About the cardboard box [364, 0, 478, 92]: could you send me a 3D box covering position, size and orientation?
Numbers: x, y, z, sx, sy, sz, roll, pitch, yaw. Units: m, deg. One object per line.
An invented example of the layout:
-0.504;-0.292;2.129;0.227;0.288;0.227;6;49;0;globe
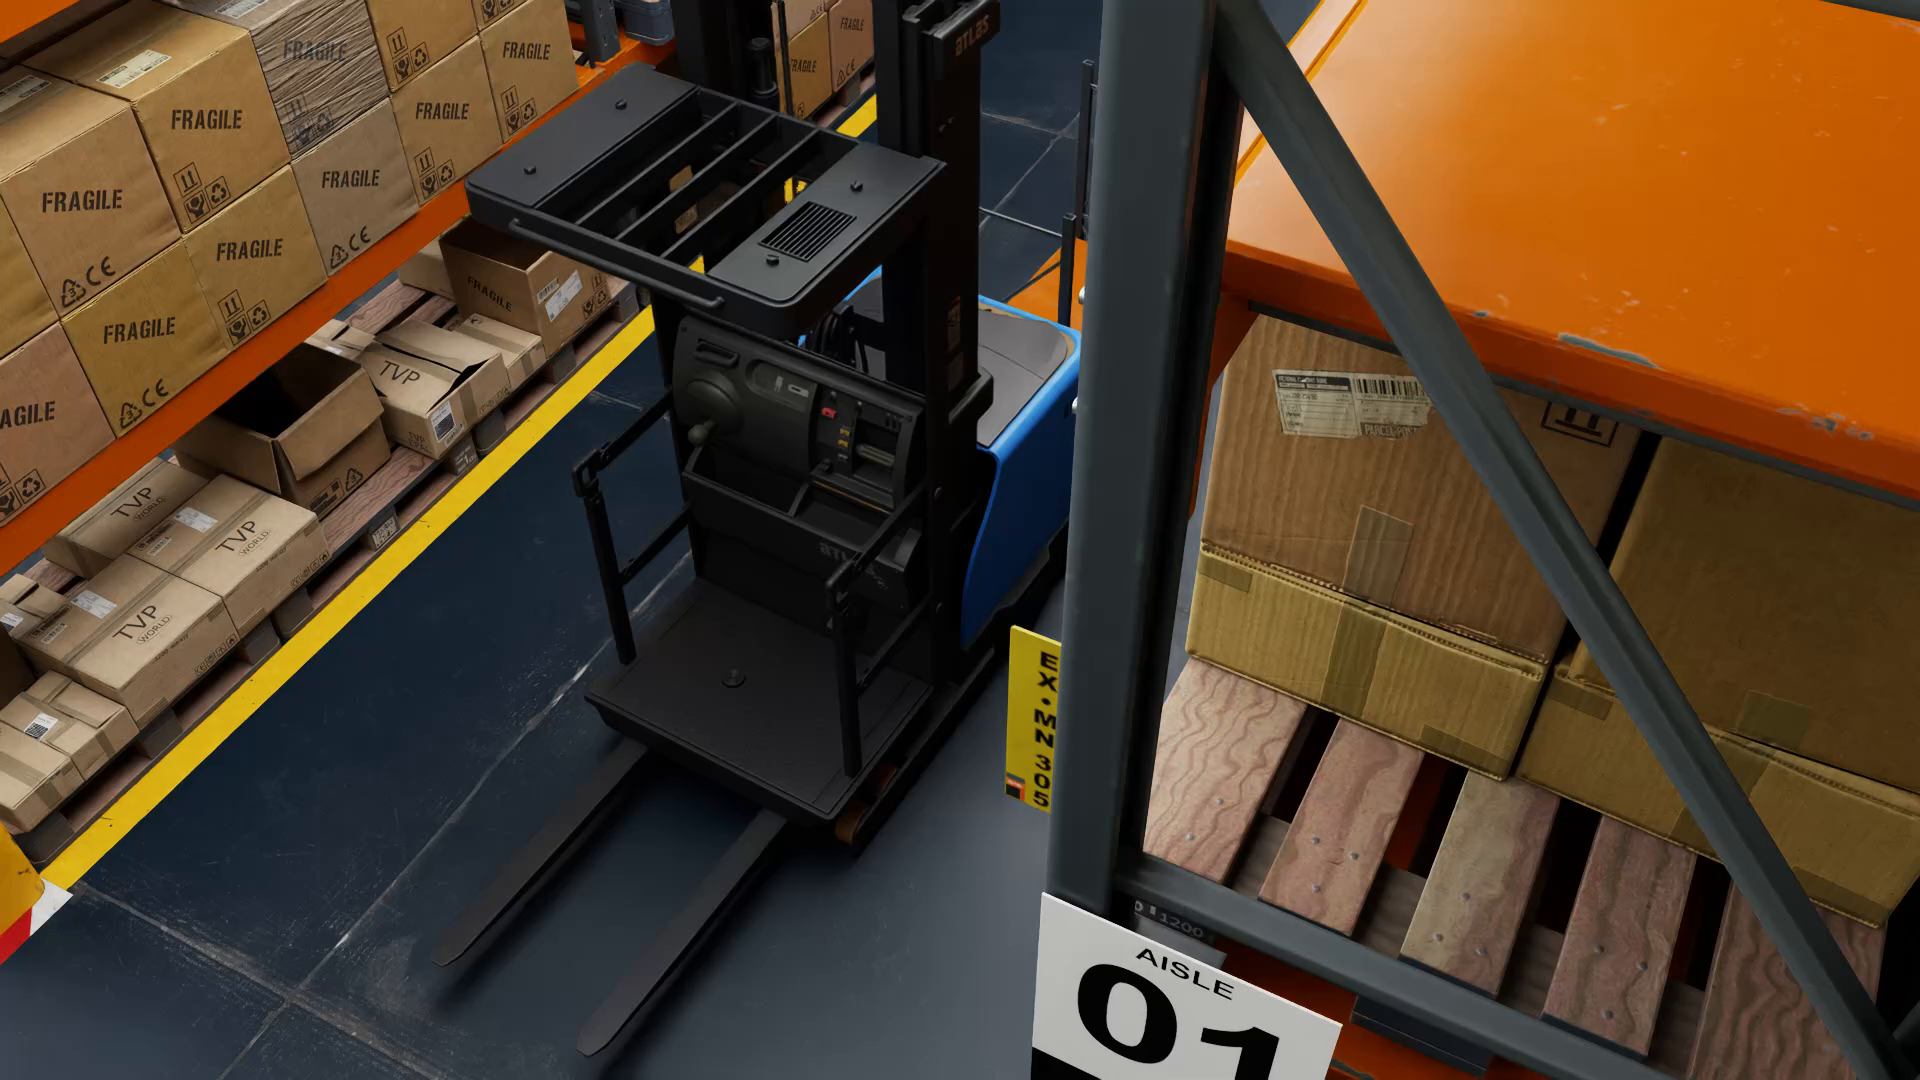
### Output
-2.196;-2.057;6.180;0.500;0.500;0.500;20;49;18;cardboard box

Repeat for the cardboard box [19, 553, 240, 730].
-3.076;0.370;6.179;0.500;0.250;0.500;20;49;19;cardboard box

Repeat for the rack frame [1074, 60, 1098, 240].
0.728;-1.363;7.322;0.500;1.500;0.032;23;50;21;rack frame

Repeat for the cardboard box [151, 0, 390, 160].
-2.430;-1.739;5.867;0.500;0.500;0.500;21;49;19;cardboard box

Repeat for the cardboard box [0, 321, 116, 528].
-3.137;-0.432;5.278;0.500;0.500;0.500;20;49;19;cardboard box

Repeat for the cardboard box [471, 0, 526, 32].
-1.960;-2.380;6.500;0.500;0.500;0.500;21;49;19;cardboard box

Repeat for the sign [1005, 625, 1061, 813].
0.103;0.229;2.018;0.100;0.325;0.005;20;49;19;sign

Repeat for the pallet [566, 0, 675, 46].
-1.487;-2.798;7.821;1.003;0.211;1.213;20;49;19;pallet

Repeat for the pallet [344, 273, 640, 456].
-2.275;-0.985;7.855;1.003;0.211;1.213;20;49;19;pallet

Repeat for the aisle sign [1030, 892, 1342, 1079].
0.278;0.788;2.315;0.394;0.787;0.004;20;49;19;aisle sign

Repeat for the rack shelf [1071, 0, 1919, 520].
1.506;-1.220;2.696;1.077;0.370;4.000;20;49;19;rack shelf

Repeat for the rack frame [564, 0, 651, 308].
-1.955;-2.398;7.291;1.000;3.000;0.127;20;49;19;rack frame

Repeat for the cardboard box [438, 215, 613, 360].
-1.968;-1.221;7.576;0.500;0.500;0.500;20;49;19;cardboard box

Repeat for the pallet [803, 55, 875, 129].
-1.046;-2.714;9.564;1.003;0.211;1.213;20;49;19;pallet

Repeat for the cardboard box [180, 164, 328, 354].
-2.668;-1.062;5.900;0.500;0.500;0.500;21;49;20;cardboard box

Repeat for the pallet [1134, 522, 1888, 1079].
0.913;0.261;2.616;1.003;0.211;1.213;20;49;19;pallet

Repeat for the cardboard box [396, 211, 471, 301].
-2.341;-1.414;7.900;0.500;0.311;0.500;20;49;19;cardboard box

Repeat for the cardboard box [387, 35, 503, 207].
-2.198;-1.708;6.539;0.500;0.500;0.500;22;49;20;cardboard box

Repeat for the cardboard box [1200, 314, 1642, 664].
0.676;-0.244;2.266;0.500;0.500;0.500;20;49;19;cardboard box

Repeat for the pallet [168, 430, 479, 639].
-2.840;-0.214;7.093;1.003;0.211;1.213;20;49;19;pallet

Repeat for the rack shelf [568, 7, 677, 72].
-1.027;-3.405;8.792;1.077;0.370;4.000;20;49;19;rack shelf

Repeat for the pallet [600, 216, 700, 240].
-1.611;-1.943;8.801;1.003;0.211;1.213;20;49;19;pallet

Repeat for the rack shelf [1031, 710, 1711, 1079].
1.506;-0.306;3.620;1.077;0.370;4.000;20;49;19;rack shelf

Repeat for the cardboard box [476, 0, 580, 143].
-1.960;-2.033;6.860;0.500;0.500;0.500;21;49;20;cardboard box

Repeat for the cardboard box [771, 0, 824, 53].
-1.050;-2.792;8.601;0.500;0.250;0.500;21;49;19;cardboard box

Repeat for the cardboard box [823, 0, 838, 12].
-0.818;-3.108;8.913;0.500;0.250;0.500;20;49;18;cardboard box

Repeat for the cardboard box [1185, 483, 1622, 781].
0.682;0.022;2.530;0.500;0.250;0.500;22;49;20;cardboard box

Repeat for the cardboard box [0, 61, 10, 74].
-3.378;-1.283;5.415;0.500;0.500;0.500;22;49;20;cardboard box

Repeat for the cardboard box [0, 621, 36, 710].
-3.778;0.422;5.952;0.500;0.500;0.500;20;49;19;cardboard box

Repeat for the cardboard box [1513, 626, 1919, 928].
1.134;0.192;2.362;0.500;0.250;0.500;23;50;21;cardboard box

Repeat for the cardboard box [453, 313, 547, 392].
-2.089;-0.842;7.448;0.380;0.149;0.250;20;49;19;cardboard box

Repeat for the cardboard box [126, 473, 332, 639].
-2.844;0.055;6.490;0.500;0.250;0.500;20;49;19;cardboard box

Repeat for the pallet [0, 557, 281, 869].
-3.407;0.552;6.336;1.003;0.211;1.213;20;49;19;pallet

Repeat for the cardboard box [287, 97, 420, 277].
-2.434;-1.384;6.218;0.500;0.500;0.500;22;49;20;cardboard box

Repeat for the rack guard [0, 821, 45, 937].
-3.777;0.953;5.737;1.175;0.500;0.348;20;49;19;rack guard

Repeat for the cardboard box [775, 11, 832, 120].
-1.038;-2.550;8.890;0.500;0.500;0.500;21;49;20;cardboard box

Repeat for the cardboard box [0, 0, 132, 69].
-3.140;-1.606;5.735;0.500;0.500;0.500;22;49;20;cardboard box

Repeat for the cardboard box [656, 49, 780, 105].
-1.277;-2.238;8.581;0.500;0.500;0.500;21;49;20;cardboard box

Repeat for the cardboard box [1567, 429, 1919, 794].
1.130;-0.073;2.097;0.500;0.500;0.500;19;48;18;cardboard box

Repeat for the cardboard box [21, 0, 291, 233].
-2.665;-1.423;5.554;0.500;0.500;0.500;20;49;19;cardboard box

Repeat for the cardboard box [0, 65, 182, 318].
-2.900;-1.103;5.237;0.500;0.500;0.500;21;49;20;cardboard box

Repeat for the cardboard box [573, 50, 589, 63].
-1.743;-2.388;8.729;0.500;0.500;0.500;21;49;19;cardboard box

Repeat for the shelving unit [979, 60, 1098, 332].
0.462;-1.047;7.010;0.587;1.500;1.083;23;50;21;shelving unit

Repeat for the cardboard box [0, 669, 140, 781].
-3.197;0.655;5.956;0.380;0.166;0.250;20;49;19;cardboard box

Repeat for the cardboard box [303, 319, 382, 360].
-2.734;-0.815;7.409;0.380;0.166;0.250;20;49;19;cardboard box

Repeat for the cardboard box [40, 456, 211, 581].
-3.310;-0.079;6.622;0.500;0.250;0.500;20;49;19;cardboard box

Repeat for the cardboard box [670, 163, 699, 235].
-1.515;-1.898;8.245;0.500;0.500;0.500;18;48;17;cardboard box

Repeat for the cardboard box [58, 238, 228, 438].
-2.902;-0.748;5.590;0.500;0.500;0.500;20;49;19;cardboard box

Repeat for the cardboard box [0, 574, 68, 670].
-3.510;0.314;6.293;0.380;0.166;0.250;20;49;19;cardboard box

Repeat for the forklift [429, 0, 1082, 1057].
-0.656;-0.321;5.286;1.130;2.935;3.031;23;50;21;forklift

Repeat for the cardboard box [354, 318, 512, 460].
-2.316;-0.682;7.176;0.500;0.311;0.500;20;49;19;cardboard box

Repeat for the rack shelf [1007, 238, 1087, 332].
0.467;-0.926;7.144;0.538;0.185;1.000;23;50;21;rack shelf

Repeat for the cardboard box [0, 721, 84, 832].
-3.313;0.819;5.806;0.380;0.149;0.250;20;49;19;cardboard box

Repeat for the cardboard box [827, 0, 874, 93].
-0.803;-2.869;9.204;0.500;0.500;0.500;19;48;18;cardboard box

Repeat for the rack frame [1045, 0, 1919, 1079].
0.578;-0.354;1.053;1.000;3.000;0.127;20;49;19;rack frame

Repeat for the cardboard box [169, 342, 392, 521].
-2.823;-0.490;6.851;0.797;0.503;0.637;20;49;19;cardboard box

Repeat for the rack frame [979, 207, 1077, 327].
0.206;-0.742;6.709;0.500;1.500;0.032;23;50;21;rack frame

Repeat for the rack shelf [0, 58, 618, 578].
-2.883;-0.885;6.301;1.077;0.370;4.000;20;49;19;rack shelf

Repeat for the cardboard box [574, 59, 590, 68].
-1.980;-2.079;8.424;0.500;0.500;0.500;20;49;19;cardboard box

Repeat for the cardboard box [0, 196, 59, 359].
-3.136;-0.789;4.927;0.500;0.500;0.500;21;49;19;cardboard box
